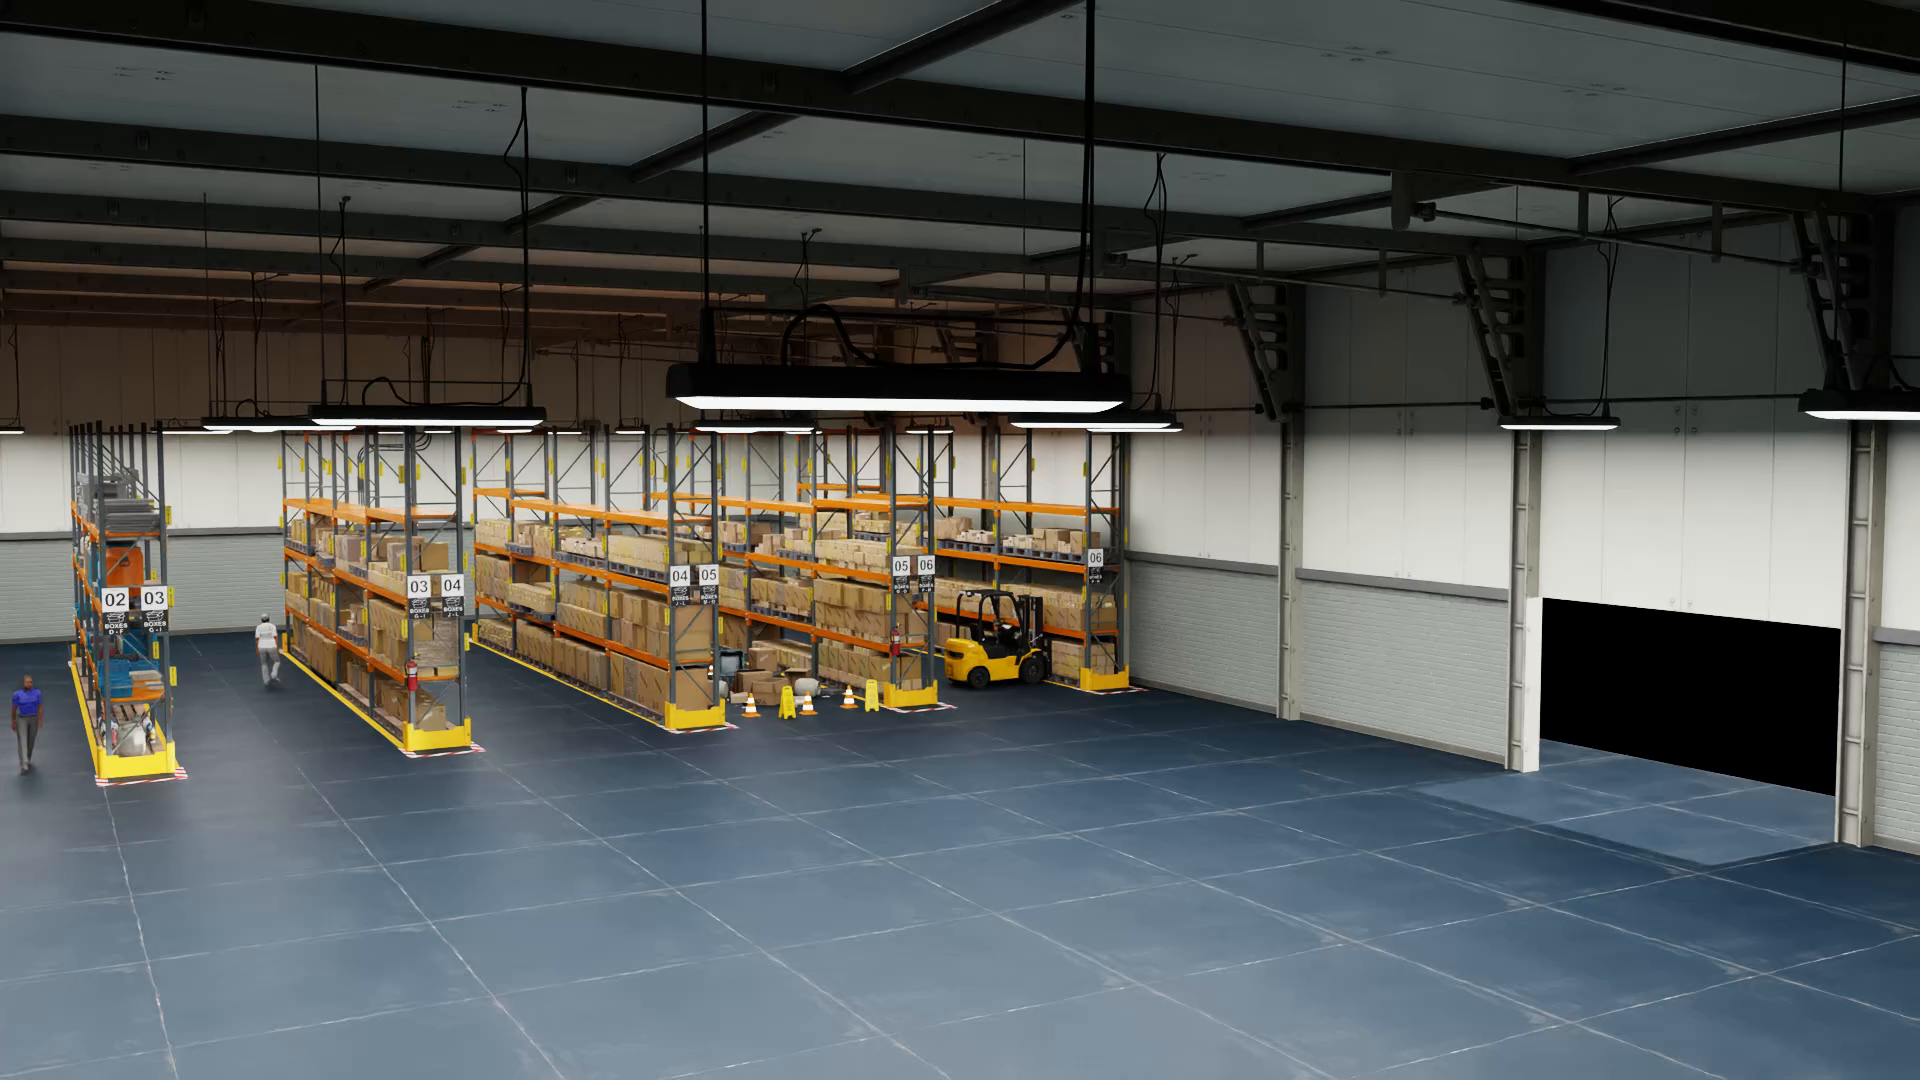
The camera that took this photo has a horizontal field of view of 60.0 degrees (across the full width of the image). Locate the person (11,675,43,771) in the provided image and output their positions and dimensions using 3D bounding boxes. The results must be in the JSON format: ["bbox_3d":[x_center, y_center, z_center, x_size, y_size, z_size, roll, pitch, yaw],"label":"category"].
[{"bbox_3d":[-16.040,3.126,28.612,0.954,1.608,0.499,3,5,43],"label":"person"}]

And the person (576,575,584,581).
[{"bbox_3d":[-11.160,1.864,48.760,1.077,1.682,0.518,-2,4,-33],"label":"person"}]

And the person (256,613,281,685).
[{"bbox_3d":[-15.956,2.526,38.361,0.548,1.657,0.536,-1,4,-14],"label":"person"}]
